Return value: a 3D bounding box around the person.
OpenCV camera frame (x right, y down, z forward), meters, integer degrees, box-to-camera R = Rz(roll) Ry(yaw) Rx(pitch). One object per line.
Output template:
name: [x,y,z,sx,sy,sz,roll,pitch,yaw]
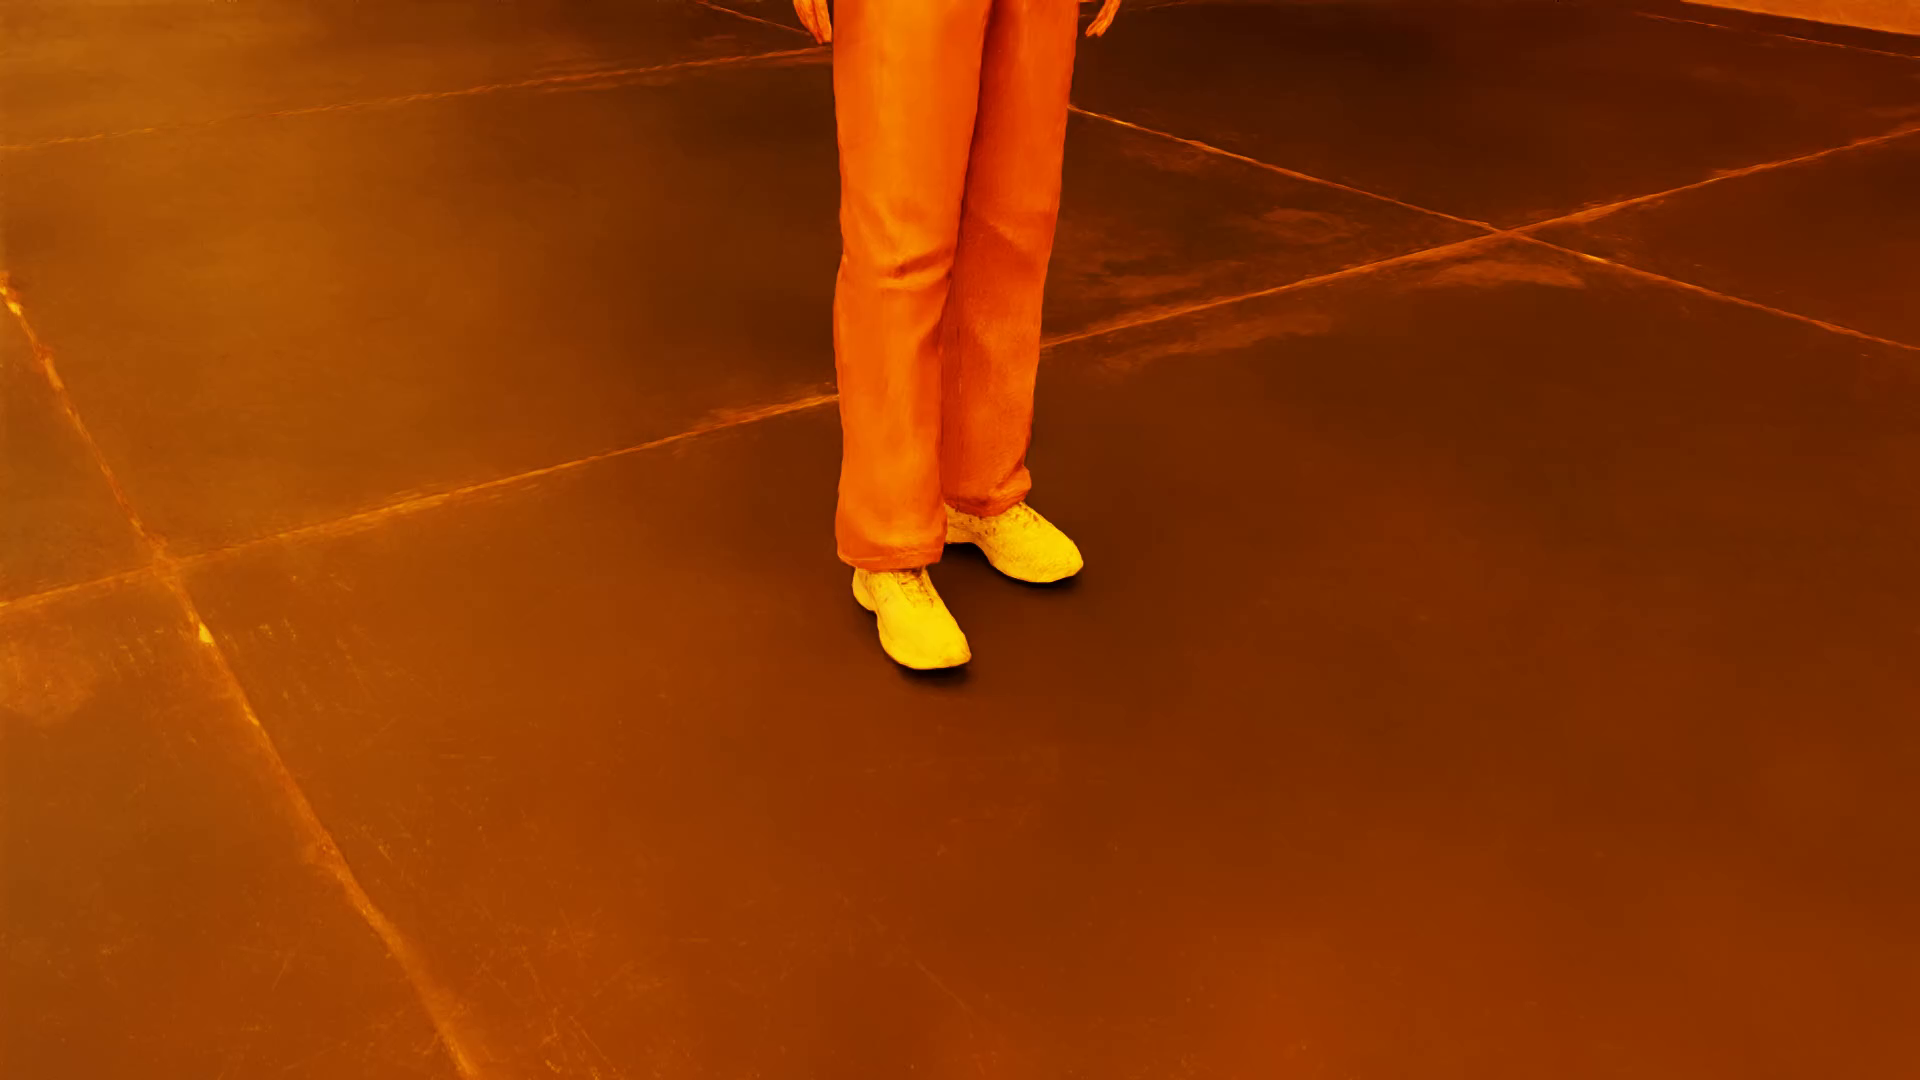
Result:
person: [0.033,-0.725,2.061,0.554,1.674,0.548,-17,31,-31]
